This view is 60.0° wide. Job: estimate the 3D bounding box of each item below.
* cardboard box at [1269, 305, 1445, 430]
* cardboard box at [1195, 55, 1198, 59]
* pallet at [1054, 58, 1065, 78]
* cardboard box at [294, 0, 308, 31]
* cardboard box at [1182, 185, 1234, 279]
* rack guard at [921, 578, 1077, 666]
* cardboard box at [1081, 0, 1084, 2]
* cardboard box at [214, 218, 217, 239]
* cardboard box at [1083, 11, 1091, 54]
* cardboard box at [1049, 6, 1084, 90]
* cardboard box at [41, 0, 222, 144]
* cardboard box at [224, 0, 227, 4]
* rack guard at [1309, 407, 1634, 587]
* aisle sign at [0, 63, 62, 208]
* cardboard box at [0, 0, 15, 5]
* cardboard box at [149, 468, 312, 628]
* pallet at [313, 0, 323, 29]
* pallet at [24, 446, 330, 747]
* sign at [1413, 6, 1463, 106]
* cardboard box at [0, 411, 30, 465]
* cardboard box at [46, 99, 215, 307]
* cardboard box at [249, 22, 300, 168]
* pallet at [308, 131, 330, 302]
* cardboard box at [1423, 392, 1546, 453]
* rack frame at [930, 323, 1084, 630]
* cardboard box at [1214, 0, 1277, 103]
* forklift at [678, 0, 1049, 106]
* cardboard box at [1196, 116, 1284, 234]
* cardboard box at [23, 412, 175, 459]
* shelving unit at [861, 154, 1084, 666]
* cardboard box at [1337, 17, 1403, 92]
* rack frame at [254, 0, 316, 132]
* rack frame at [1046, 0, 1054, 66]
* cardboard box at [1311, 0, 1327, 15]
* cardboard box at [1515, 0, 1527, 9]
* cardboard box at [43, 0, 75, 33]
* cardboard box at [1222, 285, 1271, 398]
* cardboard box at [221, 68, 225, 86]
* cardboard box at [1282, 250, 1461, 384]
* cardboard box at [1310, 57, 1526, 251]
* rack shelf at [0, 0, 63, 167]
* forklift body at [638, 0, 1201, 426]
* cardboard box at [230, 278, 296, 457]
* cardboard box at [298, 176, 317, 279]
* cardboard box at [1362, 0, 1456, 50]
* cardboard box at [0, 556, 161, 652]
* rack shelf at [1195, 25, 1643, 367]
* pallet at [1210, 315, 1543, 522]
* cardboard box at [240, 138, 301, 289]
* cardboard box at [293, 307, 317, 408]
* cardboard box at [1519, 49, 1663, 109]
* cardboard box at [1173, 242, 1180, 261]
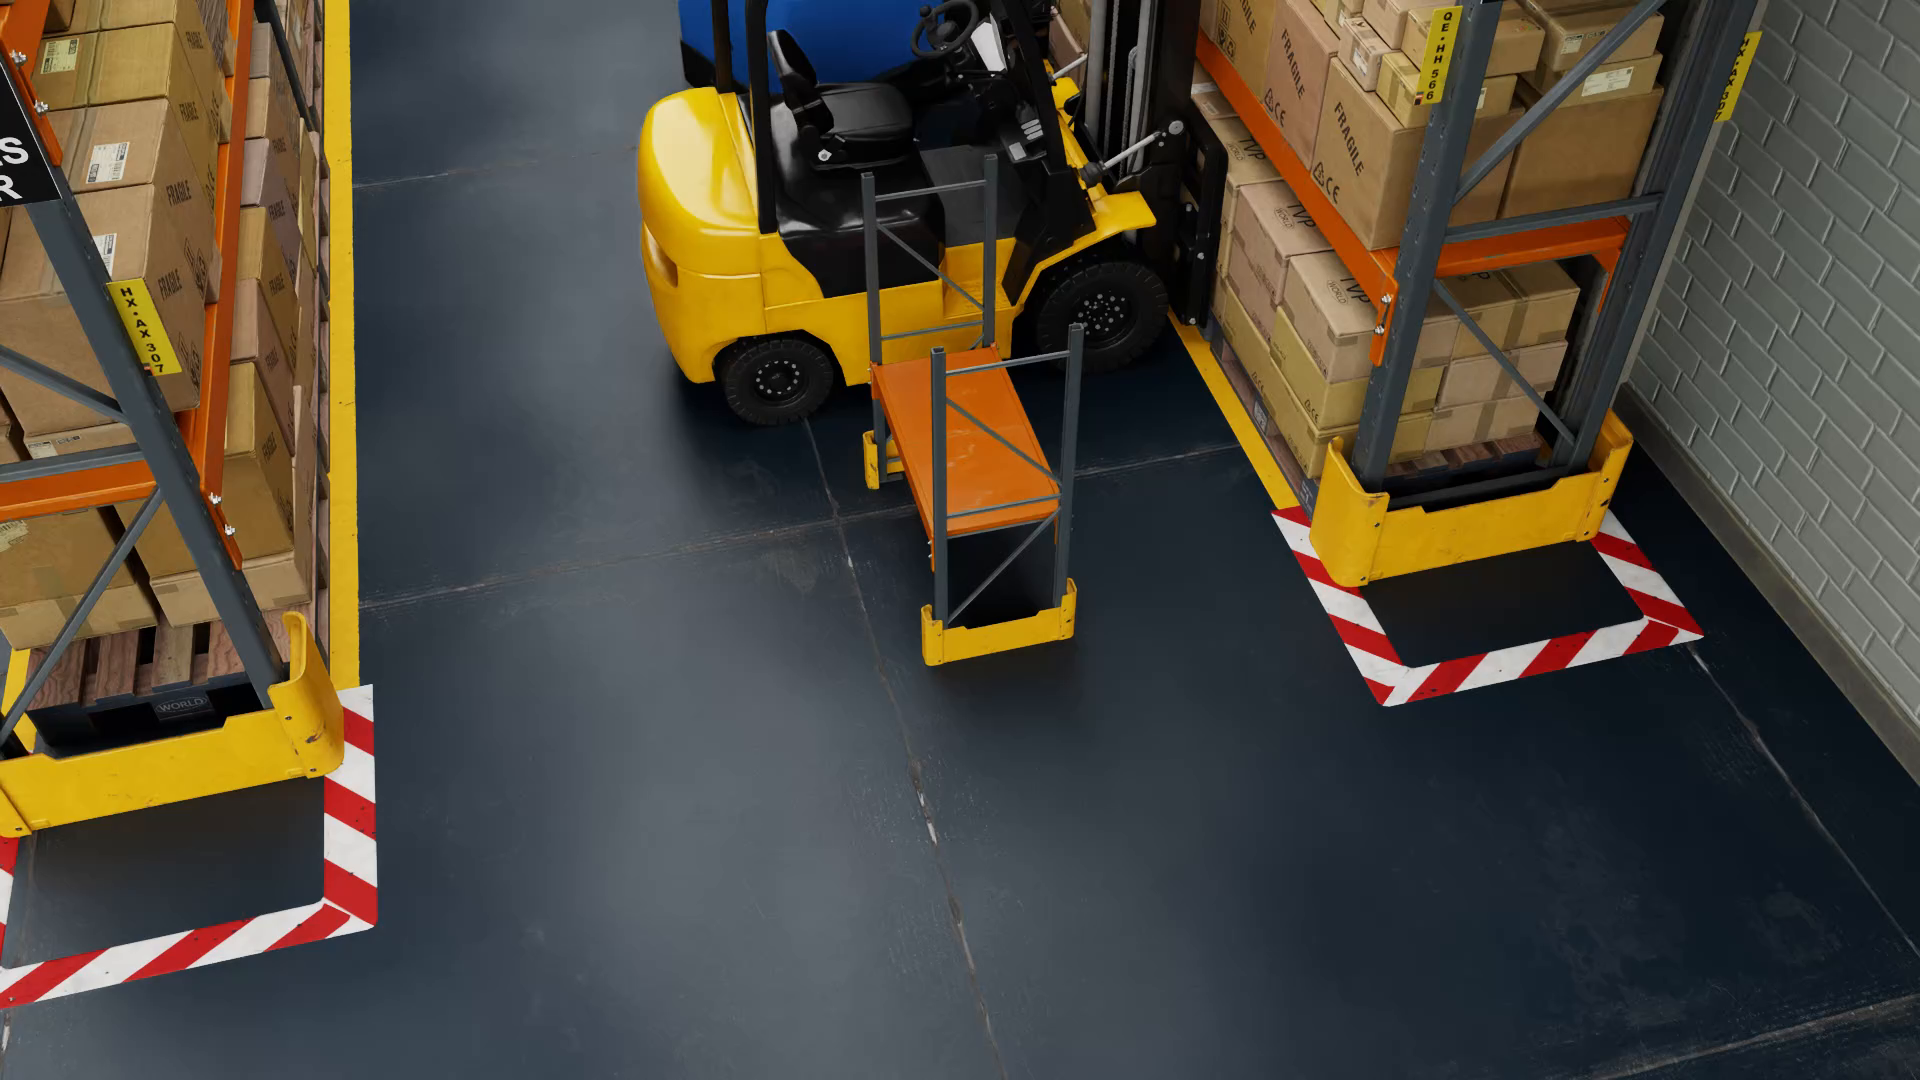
[{"bbox_3d":[1.579,-0.733,6.649,0.500,0.250,0.500,-11,47,-11],"label":"cardboard box"},{"bbox_3d":[1.062,-2.303,7.838,0.500,0.250,0.500,-9,46,-9],"label":"cardboard box"},{"bbox_3d":[1.145,-2.323,8.879,1.003,0.211,1.213,-11,47,-10],"label":"pallet"},{"bbox_3d":[-4.139,-3.030,9.166,0.950,0.372,0.625,-8,46,-8],"label":"cardboard box"},{"bbox_3d":[1.309,-1.434,7.336,0.500,0.250,0.500,-12,47,-11],"label":"cardboard box"},{"bbox_3d":[0.147,0.309,6.272,0.587,0.250,0.087,-11,47,-10],"label":"rack guard"},{"bbox_3d":[0.803,-2.999,8.520,0.500,0.250,0.500,-11,47,-11],"label":"cardboard box"},{"bbox_3d":[-2.865,-1.094,5.898,0.380,0.149,0.250,-10,46,-9],"label":"cardboard box"},{"bbox_3d":[0.939,-2.478,8.359,0.500,0.250,0.500,-11,47,-11],"label":"cardboard box"},{"bbox_3d":[0.786,-2.646,8.874,0.500,0.250,0.500,-10,46,-10],"label":"cardboard box"},{"bbox_3d":[-3.050,-1.759,6.096,0.500,0.500,0.500,-12,47,-11],"label":"cardboard box"},{"bbox_3d":[-3.322,-2.470,6.792,0.500,0.500,0.500,-9,46,-9],"label":"cardboard box"},{"bbox_3d":[2.012,-0.203,6.599,1.175,0.500,0.348,-11,47,-10],"label":"rack guard"},{"bbox_3d":[-2.476,-1.108,3.915,0.394,0.787,0.004,-11,47,-10],"label":"aisle sign"},{"bbox_3d":[-2.562,-1.435,4.131,0.380,0.149,0.250,-11,47,-10],"label":"cardboard box"},{"bbox_3d":[-2.730,0.024,6.258,0.500,0.250,0.500,-11,47,-11],"label":"cardboard box"},{"bbox_3d":[-4.332,-3.351,9.886,1.003,0.211,1.213,-11,47,-10],"label":"pallet"},{"bbox_3d":[-2.984,0.172,6.434,1.003,0.211,1.213,-11,47,-10],"label":"pallet"},{"bbox_3d":[1.478,-1.493,5.136,0.100,0.325,0.005,-11,47,-10],"label":"sign"},{"bbox_3d":[-3.094,-0.315,5.135,0.380,0.149,0.250,-9,46,-9],"label":"cardboard box"},{"bbox_3d":[-2.780,-1.058,5.408,0.500,0.500,0.500,-9,46,-9],"label":"cardboard box"},{"bbox_3d":[-3.404,-2.034,7.749,0.500,0.500,0.500,-11,47,-11],"label":"cardboard box"},{"bbox_3d":[-3.609,-1.513,8.085,1.003,0.211,1.213,-11,47,-10],"label":"pallet"},{"bbox_3d":[2.070,-0.654,6.922,0.500,0.250,0.500,-11,47,-10],"label":"cardboard box"},{"bbox_3d":[0.152,-0.115,5.813,0.500,1.500,0.032,-11,47,-10],"label":"rack frame"},{"bbox_3d":[1.371,-2.135,6.672,0.500,0.500,0.500,-12,47,-11],"label":"cardboard box"},{"bbox_3d":[-0.049,-3.929,8.549,3.031,2.935,1.130,-30,53,-26],"label":"forklift"},{"bbox_3d":[1.312,-1.588,7.137,0.500,0.250,0.500,-10,46,-10],"label":"cardboard box"},{"bbox_3d":[-2.678,-0.369,5.187,0.380,0.149,0.250,-11,47,-10],"label":"cardboard box"},{"bbox_3d":[0.020,-0.472,6.163,0.587,1.500,1.083,-11,47,-10],"label":"shelving unit"},{"bbox_3d":[1.553,-1.716,5.807,0.380,0.149,0.250,-10,46,-10],"label":"cardboard box"},{"bbox_3d":[-3.815,-2.946,7.537,1.000,3.000,0.127,-11,47,-10],"label":"rack frame"},{"bbox_3d":[0.982,-3.856,8.429,1.000,3.000,0.127,-11,47,-10],"label":"rack frame"},{"bbox_3d":[1.493,-2.079,6.163,0.380,0.149,0.250,-11,47,-11],"label":"cardboard box"},{"bbox_3d":[2.119,-1.926,5.805,0.380,0.149,0.250,-9,46,-9],"label":"cardboard box"},{"bbox_3d":[-3.479,-2.040,5.671,0.700,0.500,0.500,-11,47,-11],"label":"cardboard box"},{"bbox_3d":[1.462,-0.891,7.154,0.500,0.250,0.500,-11,47,-10],"label":"cardboard box"},{"bbox_3d":[-3.138,-1.809,6.598,0.380,0.149,0.250,-11,47,-11],"label":"cardboard box"},{"bbox_3d":[1.587,-0.890,6.453,0.500,0.250,0.500,-9,46,-9],"label":"cardboard box"},{"bbox_3d":[1.626,-1.421,5.972,0.500,0.500,0.500,-12,47,-11],"label":"cardboard box"},{"bbox_3d":[-3.303,-2.363,5.369,1.077,0.370,4.000,-11,47,-10],"label":"rack shelf"},{"bbox_3d":[-0.243,-1.773,6.982,2.313,2.155,1.214,-11,47,-10],"label":"forklift body"},{"bbox_3d":[-2.875,-0.615,6.359,0.500,0.500,0.500,-12,47,-12],"label":"cardboard box"},{"bbox_3d":[-3.258,-1.406,7.658,0.500,0.250,0.500,-12,47,-11],"label":"cardboard box"},{"bbox_3d":[1.618,-1.834,5.715,0.380,0.149,0.250,-11,47,-10],"label":"cardboard box"},{"bbox_3d":[-3.264,0.106,6.177,0.500,0.250,0.500,-11,47,-11],"label":"cardboard box"},{"bbox_3d":[1.494,-2.223,7.332,1.077,0.370,4.000,-11,47,-10],"label":"rack shelf"},{"bbox_3d":[1.770,-0.639,7.228,1.003,0.211,1.213,-11,47,-10],"label":"pallet"},{"bbox_3d":[-3.141,-1.331,7.060,0.500,0.500,0.500,-8,46,-8],"label":"cardboard box"},{"bbox_3d":[-3.006,-0.704,6.971,0.500,0.250,0.500,-8,46,-8],"label":"cardboard box"},{"bbox_3d":[2.170,-1.638,5.731,0.380,0.149,0.250,-12,47,-11],"label":"cardboard box"},{"bbox_3d":[1.188,-1.592,7.841,0.500,0.250,0.500,-9,46,-9],"label":"cardboard box"}]
